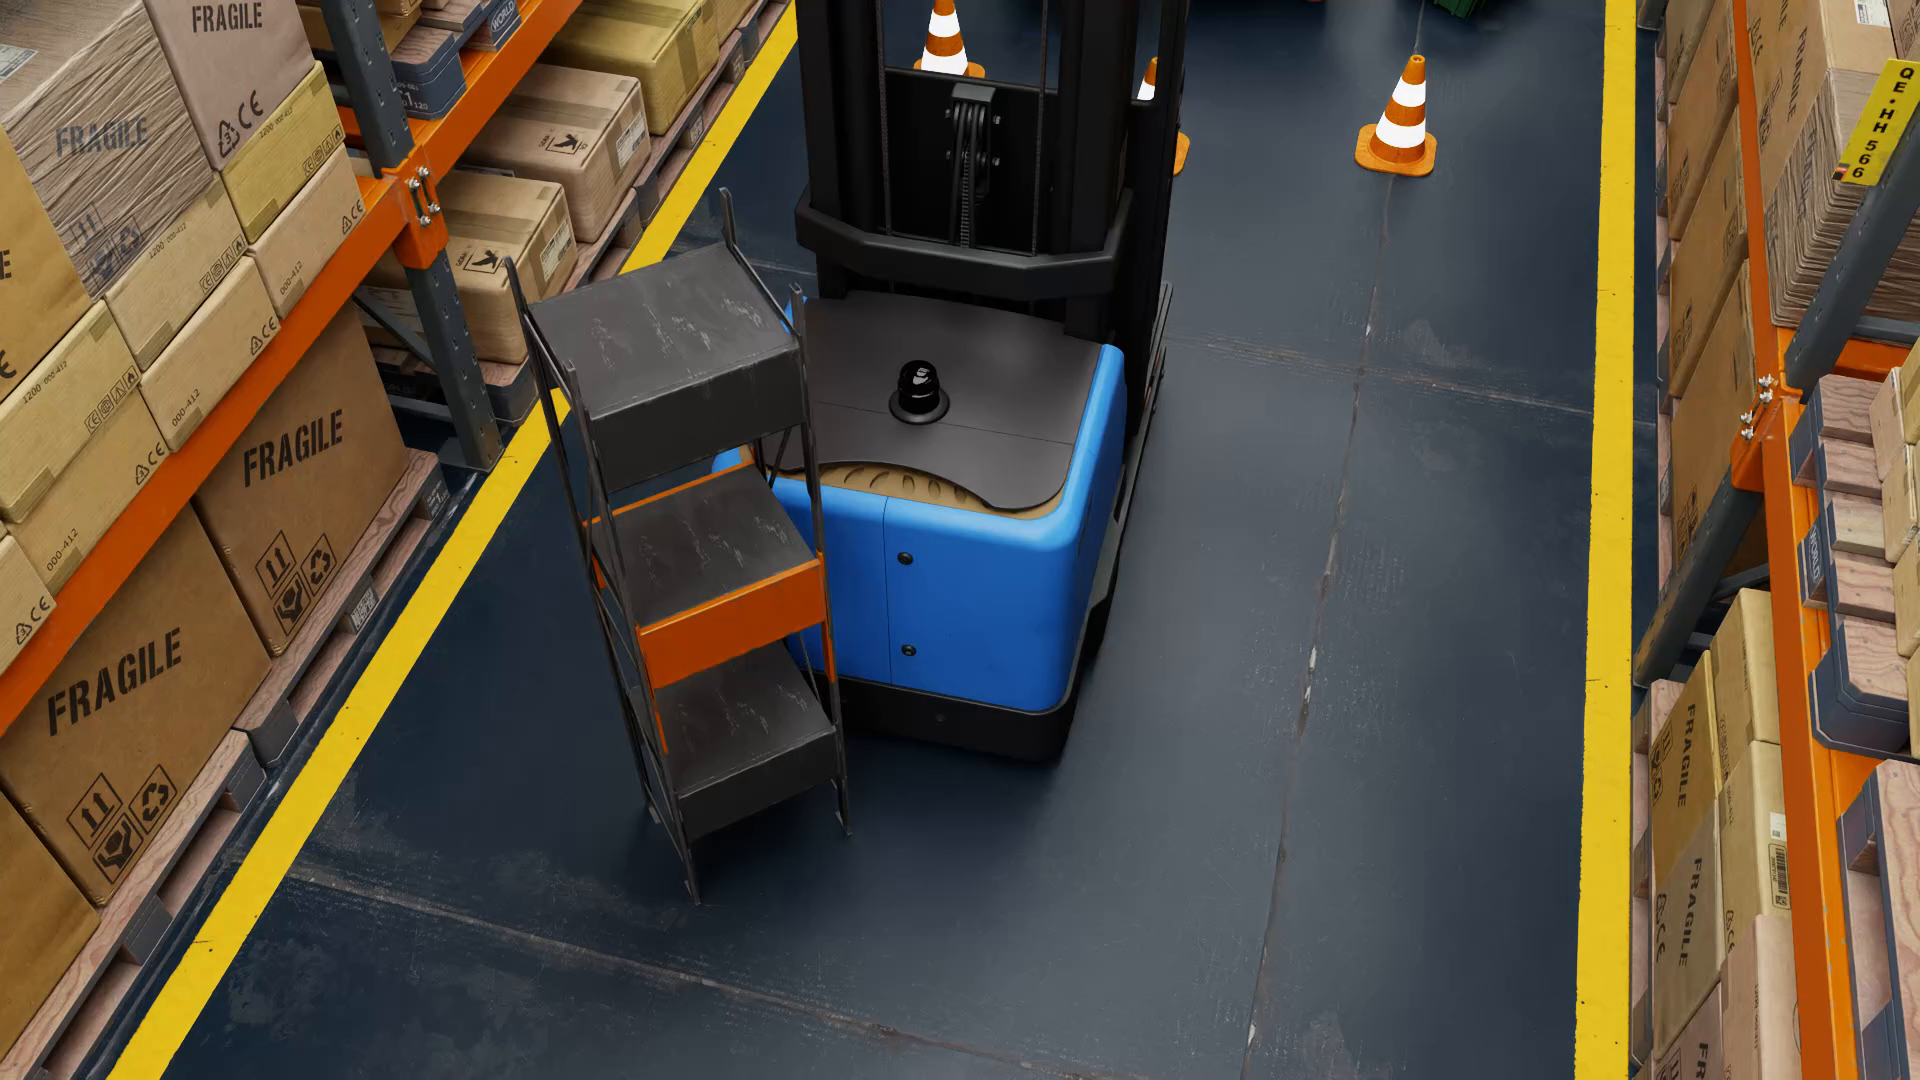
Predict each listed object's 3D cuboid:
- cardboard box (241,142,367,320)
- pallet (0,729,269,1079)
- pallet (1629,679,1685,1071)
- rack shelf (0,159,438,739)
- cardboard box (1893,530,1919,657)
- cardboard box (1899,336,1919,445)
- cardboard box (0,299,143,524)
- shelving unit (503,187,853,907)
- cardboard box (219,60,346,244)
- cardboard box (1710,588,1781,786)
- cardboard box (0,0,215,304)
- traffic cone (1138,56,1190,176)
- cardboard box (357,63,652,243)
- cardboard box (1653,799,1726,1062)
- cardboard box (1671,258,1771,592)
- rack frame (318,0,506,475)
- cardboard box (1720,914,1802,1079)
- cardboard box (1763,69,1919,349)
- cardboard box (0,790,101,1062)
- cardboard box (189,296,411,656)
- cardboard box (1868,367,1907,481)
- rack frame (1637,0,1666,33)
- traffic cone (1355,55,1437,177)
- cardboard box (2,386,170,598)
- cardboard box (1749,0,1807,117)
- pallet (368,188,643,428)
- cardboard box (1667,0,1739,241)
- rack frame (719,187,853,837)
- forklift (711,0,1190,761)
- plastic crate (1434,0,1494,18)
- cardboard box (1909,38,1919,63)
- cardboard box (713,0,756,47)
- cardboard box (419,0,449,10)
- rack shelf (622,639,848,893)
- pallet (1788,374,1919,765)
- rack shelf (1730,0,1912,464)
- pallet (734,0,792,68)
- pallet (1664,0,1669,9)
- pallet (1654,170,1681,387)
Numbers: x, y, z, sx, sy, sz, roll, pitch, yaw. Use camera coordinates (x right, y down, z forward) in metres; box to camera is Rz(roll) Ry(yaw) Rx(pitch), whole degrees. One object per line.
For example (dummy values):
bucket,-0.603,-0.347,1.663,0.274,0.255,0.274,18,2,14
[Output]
cardboard box,-2.031,-0.902,4.646,0.500,0.250,0.500,10,49,9
pallet,-2.751,0.989,4.736,1.003,0.211,1.213,12,50,10
pallet,2.447,1.023,4.707,1.003,0.211,1.213,12,50,10
rack shelf,-2.674,0.316,3.950,1.077,0.370,4.000,12,50,10
cardboard box,2.200,0.152,3.503,0.380,0.149,0.250,14,50,12
cardboard box,2.333,-0.309,3.712,0.380,0.149,0.250,14,50,12
cardboard box,-2.277,-0.338,3.814,0.500,0.250,0.500,10,49,9
shelving unit,-0.638,0.145,4.221,0.503,2.100,0.431,-22,52,-18
cardboard box,-2.030,-1.084,4.473,0.500,0.250,0.500,11,50,10
cardboard box,2.239,0.426,4.260,0.500,0.250,0.500,10,49,8
cardboard box,-2.159,-0.934,3.840,0.500,0.500,0.500,12,50,11
traffic cone,0.818,-1.842,7.067,0.336,0.463,0.334,12,50,10
cardboard box,-1.803,-1.580,6.617,0.950,0.372,0.625,11,49,9
cardboard box,2.093,1.049,4.211,0.500,0.500,0.500,12,50,10
cardboard box,2.901,-0.282,5.219,1.050,0.750,0.750,11,49,10
rack frame,-2.148,-1.369,4.957,1.000,3.000,0.127,12,50,10
cardboard box,1.963,1.148,3.623,0.500,0.250,0.500,12,50,10
cardboard box,2.514,-0.877,4.457,0.500,0.500,0.500,12,50,10
cardboard box,-2.884,0.969,4.031,0.875,0.875,0.875,13,50,11
cardboard box,-2.410,-0.321,5.170,0.875,0.875,0.875,11,50,10
cardboard box,2.342,-0.237,3.846,0.380,0.149,0.250,11,49,10
rack frame,3.707,-3.358,6.713,1.000,3.000,0.127,12,50,10
traffic cone,1.897,-1.847,7.071,0.336,0.463,0.334,12,50,10
cardboard box,-2.298,-0.168,3.998,0.500,0.250,0.500,11,50,10
cardboard box,2.778,-1.599,5.094,0.500,0.500,0.500,11,49,9
pallet,-1.941,-1.011,6.502,1.003,0.211,1.213,12,50,10
cardboard box,3.373,-1.589,6.372,1.050,0.750,0.750,12,50,10
rack frame,-0.424,0.058,4.298,0.015,2.100,0.400,-22,52,-18
forklift,0.147,-1.429,5.056,1.130,2.935,3.031,10,49,9
plastic crate,2.489,-2.831,8.085,0.662,0.188,0.450,-37,68,-28
cardboard box,2.782,-1.152,4.032,0.700,0.500,0.500,11,50,10
cardboard box,-1.417,-2.631,7.544,0.950,0.372,0.625,14,50,12
cardboard box,-1.776,-1.821,5.244,0.380,0.149,0.250,9,49,8
rack shelf,-0.638,0.618,4.756,0.480,0.518,0.431,-22,52,-18
pallet,2.569,0.135,3.758,1.213,0.211,1.003,12,50,10
rack shelf,3.181,-1.674,5.706,1.077,0.370,4.000,12,50,10
pallet,-1.299,-2.776,8.059,1.003,0.211,1.213,12,50,10
pallet,3.983,-2.970,8.231,1.003,0.211,1.213,12,50,10
pallet,3.257,-0.977,6.472,1.003,0.211,1.213,12,50,10
